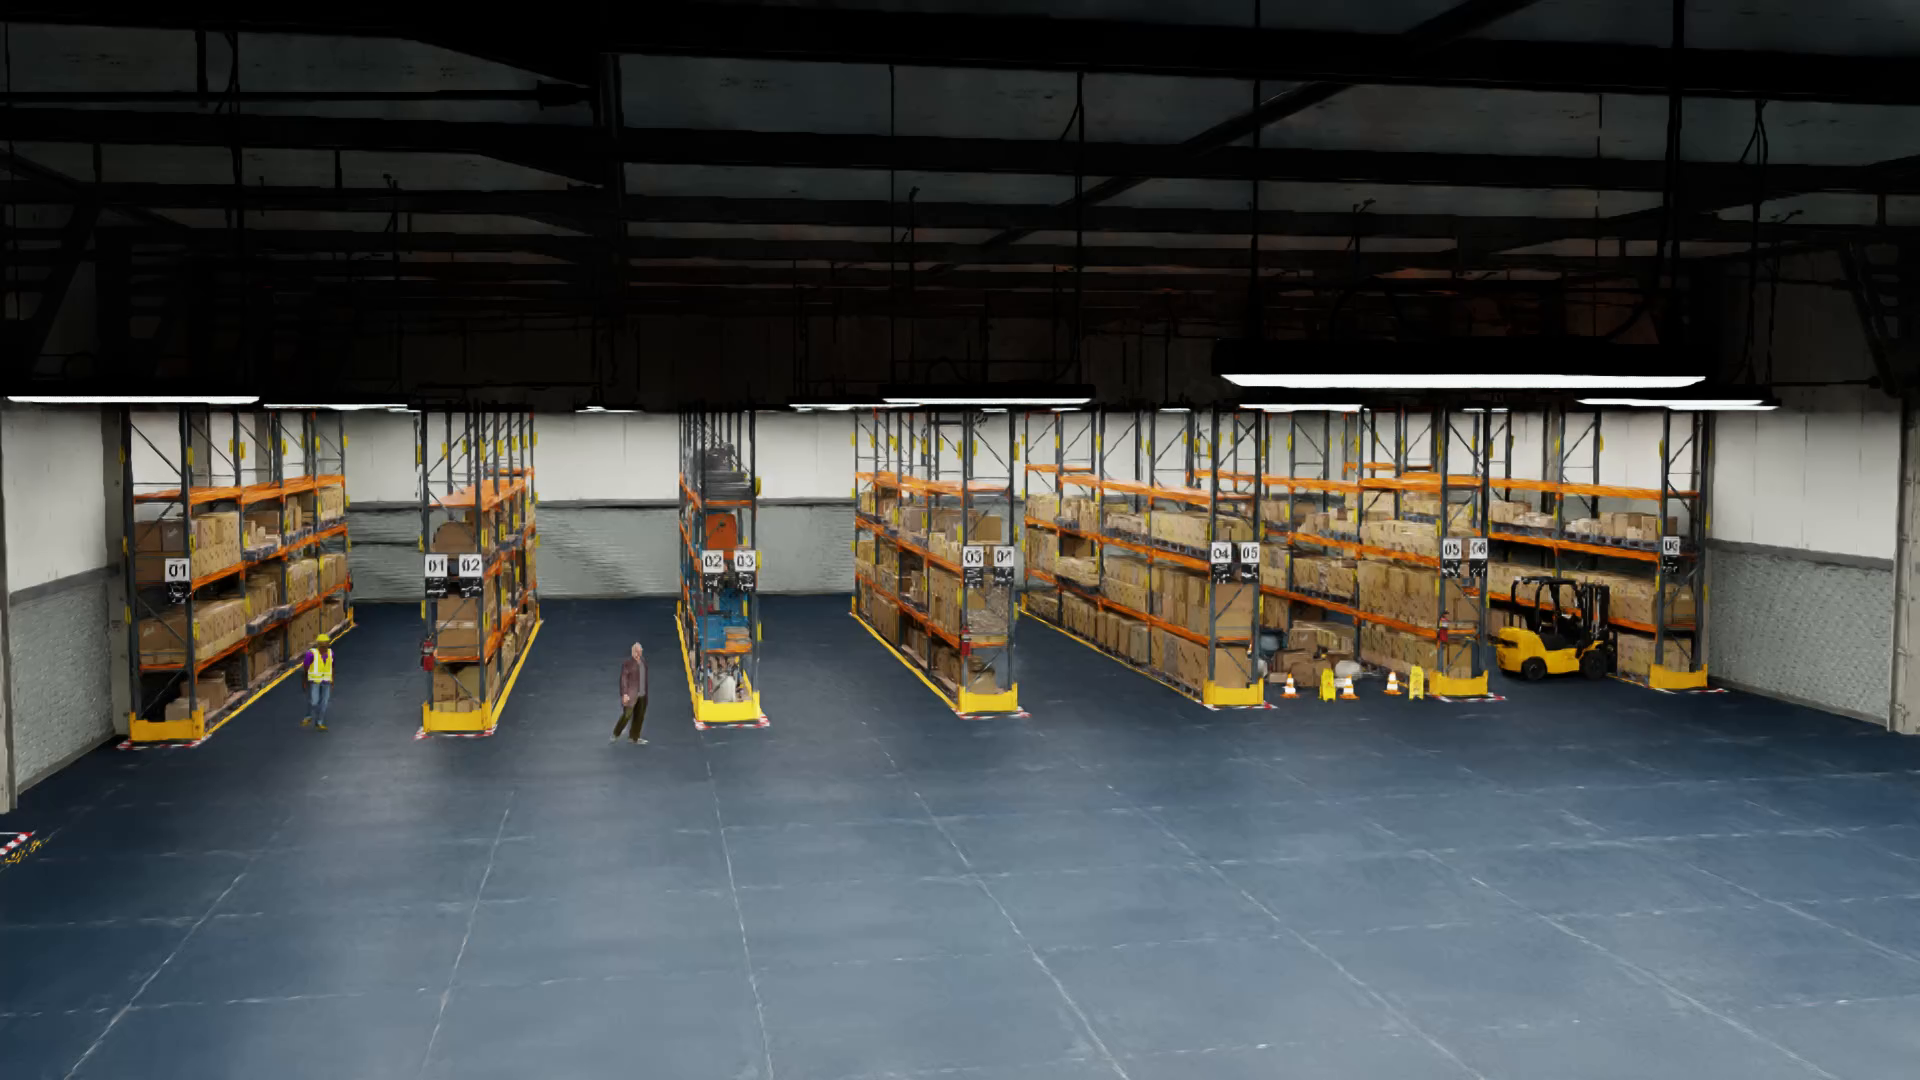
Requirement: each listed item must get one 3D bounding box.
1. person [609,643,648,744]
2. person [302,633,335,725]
[{"bbox_3d":[-5.740,2.663,28.783,0.522,1.767,0.740,4,6,40],"label":"person"},{"bbox_3d":[-11.660,2.537,30.234,0.545,1.698,0.614,4,6,43],"label":"person"}]
